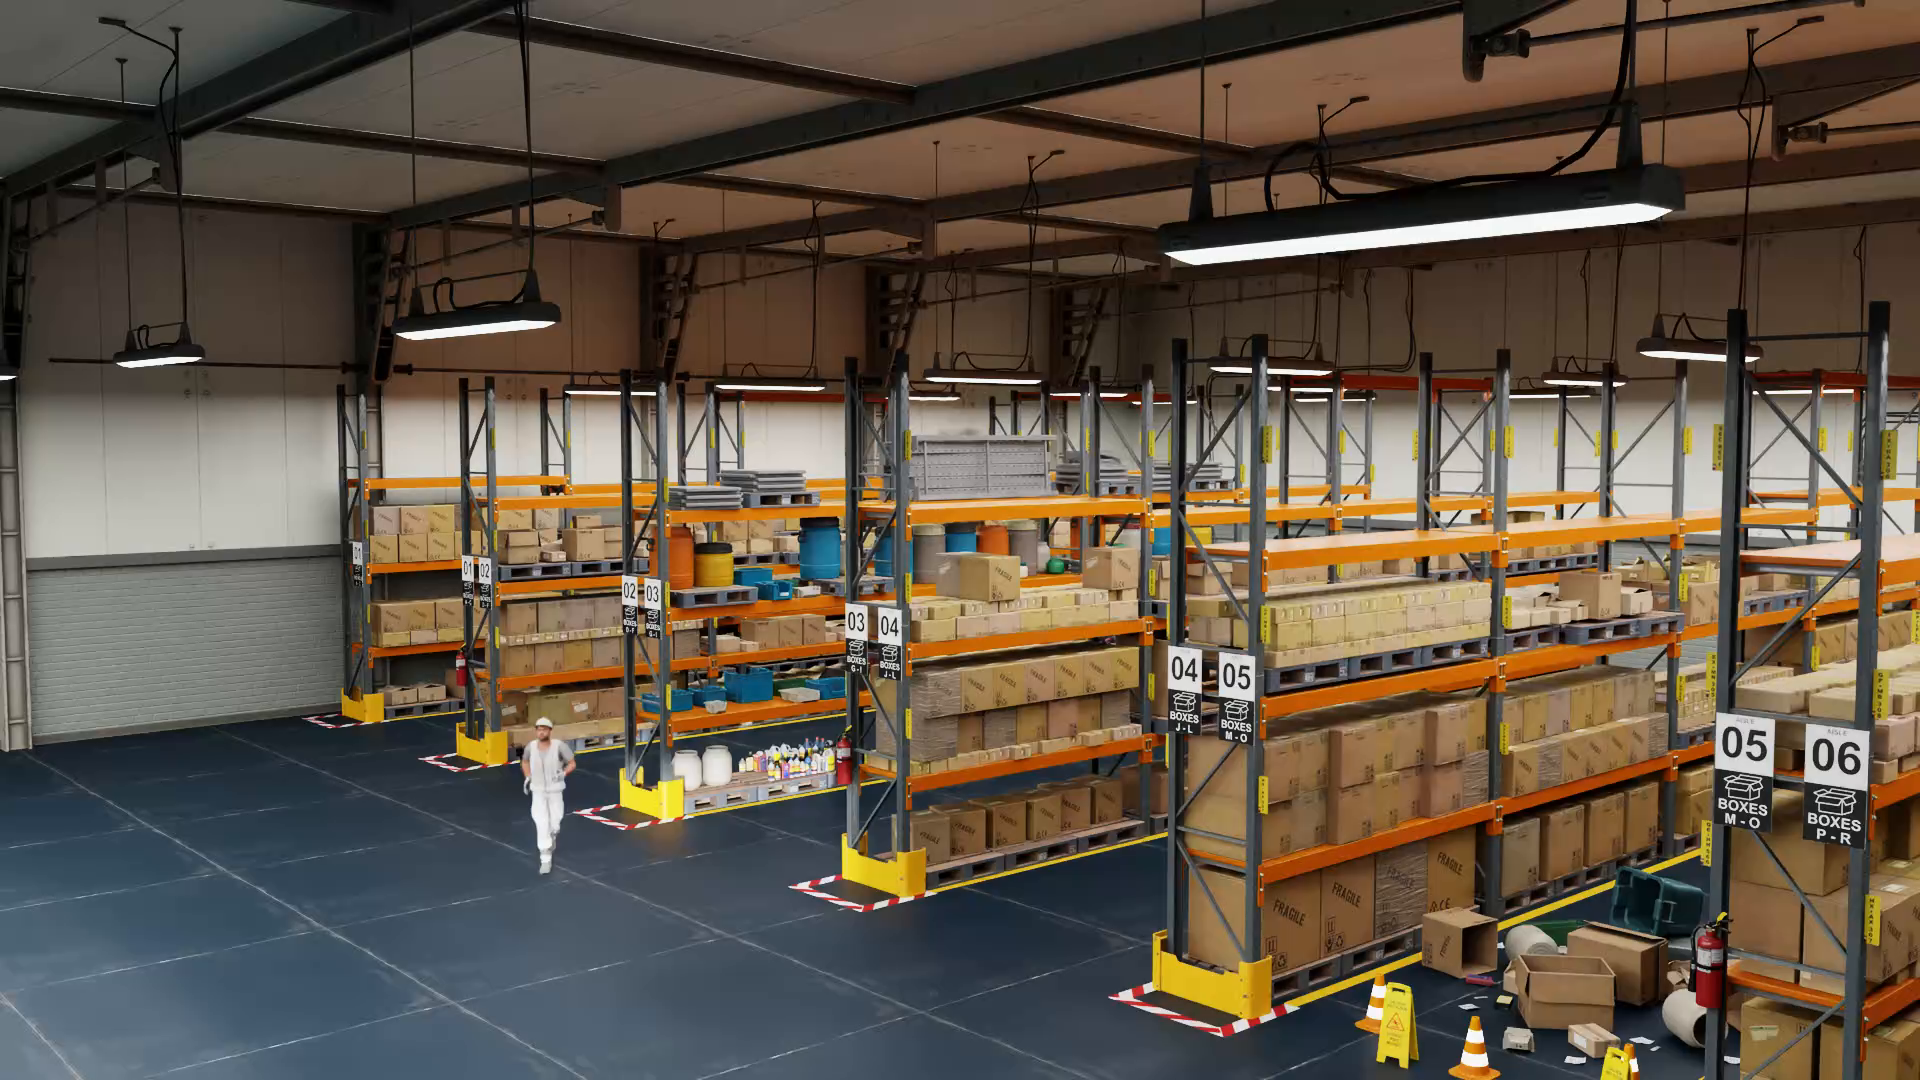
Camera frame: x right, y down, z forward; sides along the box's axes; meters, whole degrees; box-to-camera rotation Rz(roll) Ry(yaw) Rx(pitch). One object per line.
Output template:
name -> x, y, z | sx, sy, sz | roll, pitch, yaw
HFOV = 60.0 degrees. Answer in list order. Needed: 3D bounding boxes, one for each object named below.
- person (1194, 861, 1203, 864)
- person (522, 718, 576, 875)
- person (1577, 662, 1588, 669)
person -> 2.770, 3.140, 18.203 | 0.616, 1.657, 0.602 | 2, 4, 28
person -> -4.874, 2.985, 19.707 | 0.643, 1.787, 0.877 | 0, 4, -8
person -> 9.726, 2.688, 25.978 | 0.527, 1.569, 0.580 | 4, 5, 44
